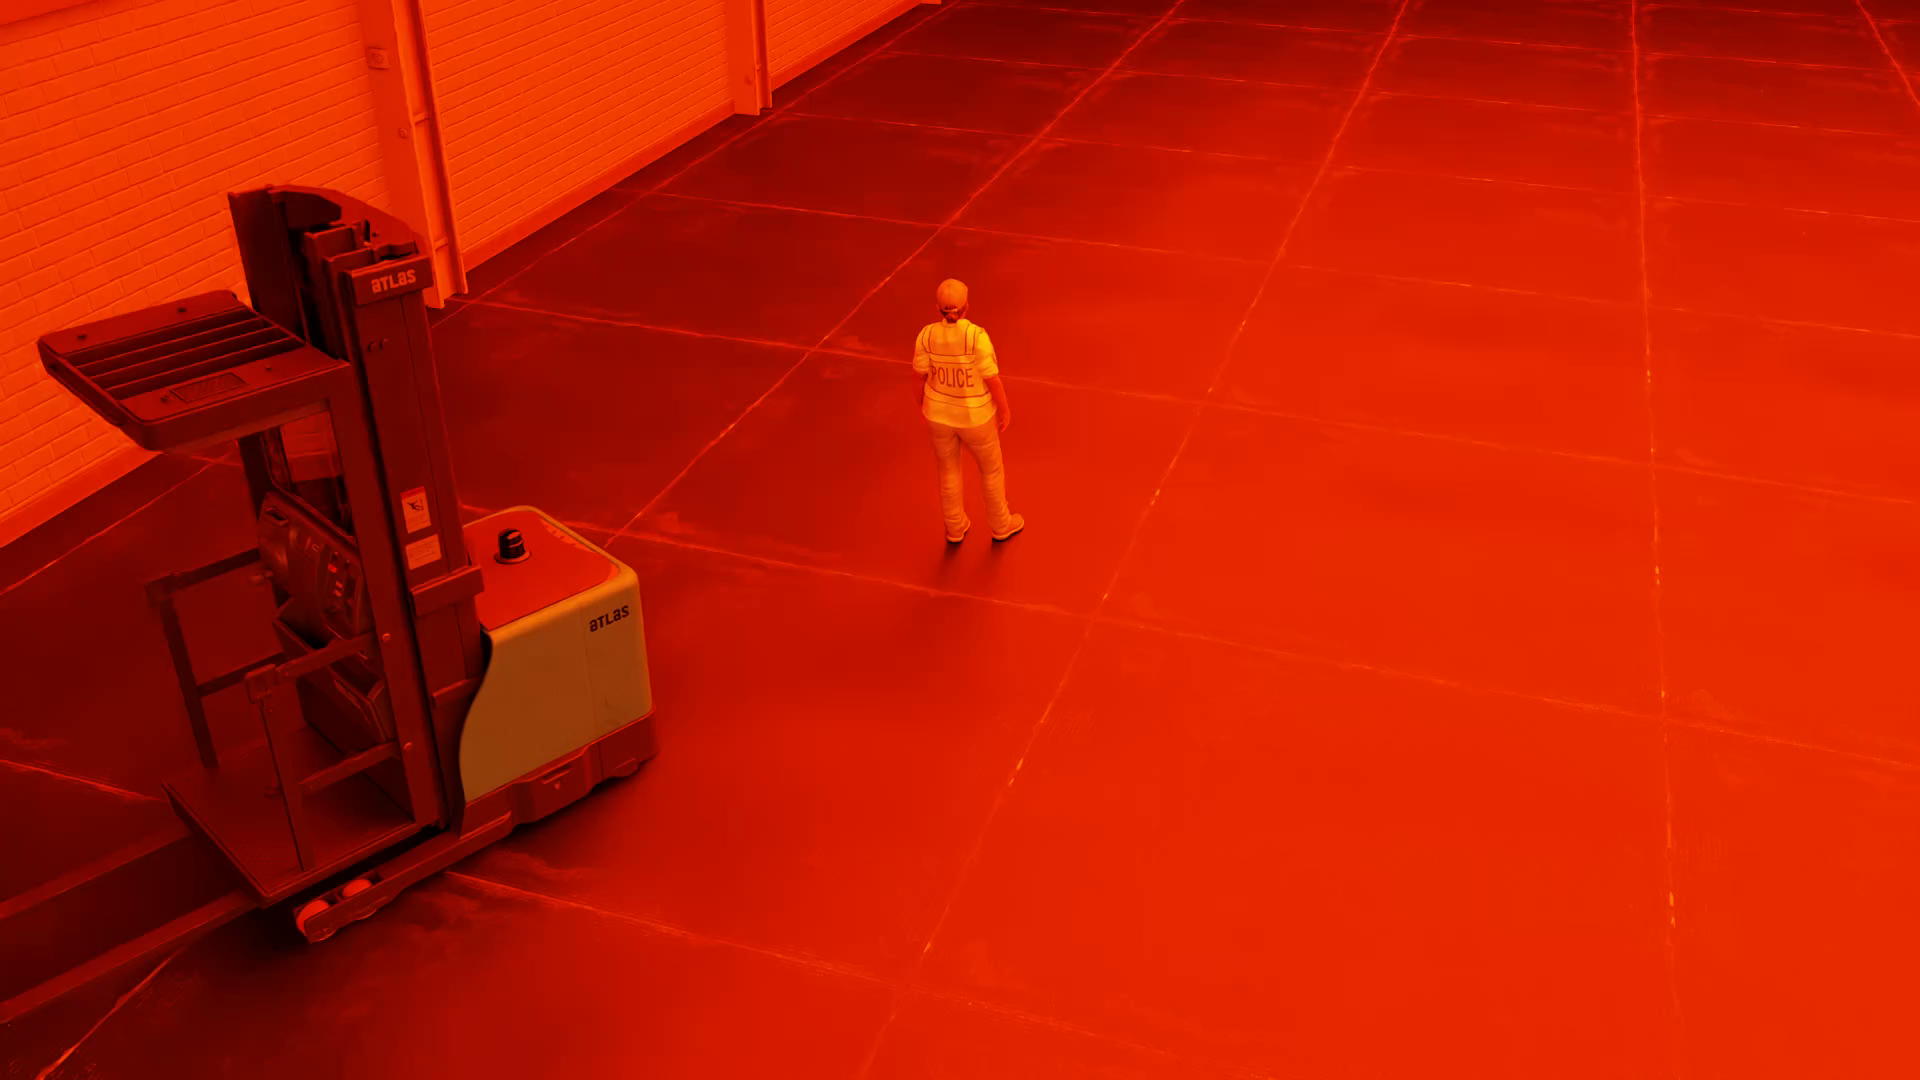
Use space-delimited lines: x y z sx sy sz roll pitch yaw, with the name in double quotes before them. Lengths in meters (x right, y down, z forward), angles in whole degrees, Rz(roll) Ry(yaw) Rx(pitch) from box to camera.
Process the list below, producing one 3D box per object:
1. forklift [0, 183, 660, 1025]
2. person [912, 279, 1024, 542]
"forklift" -2.881 0.146 6.881 3.031 2.935 1.130 -26 39 -37
"person" 0.047 -0.764 9.738 0.599 1.670 0.525 10 31 16
